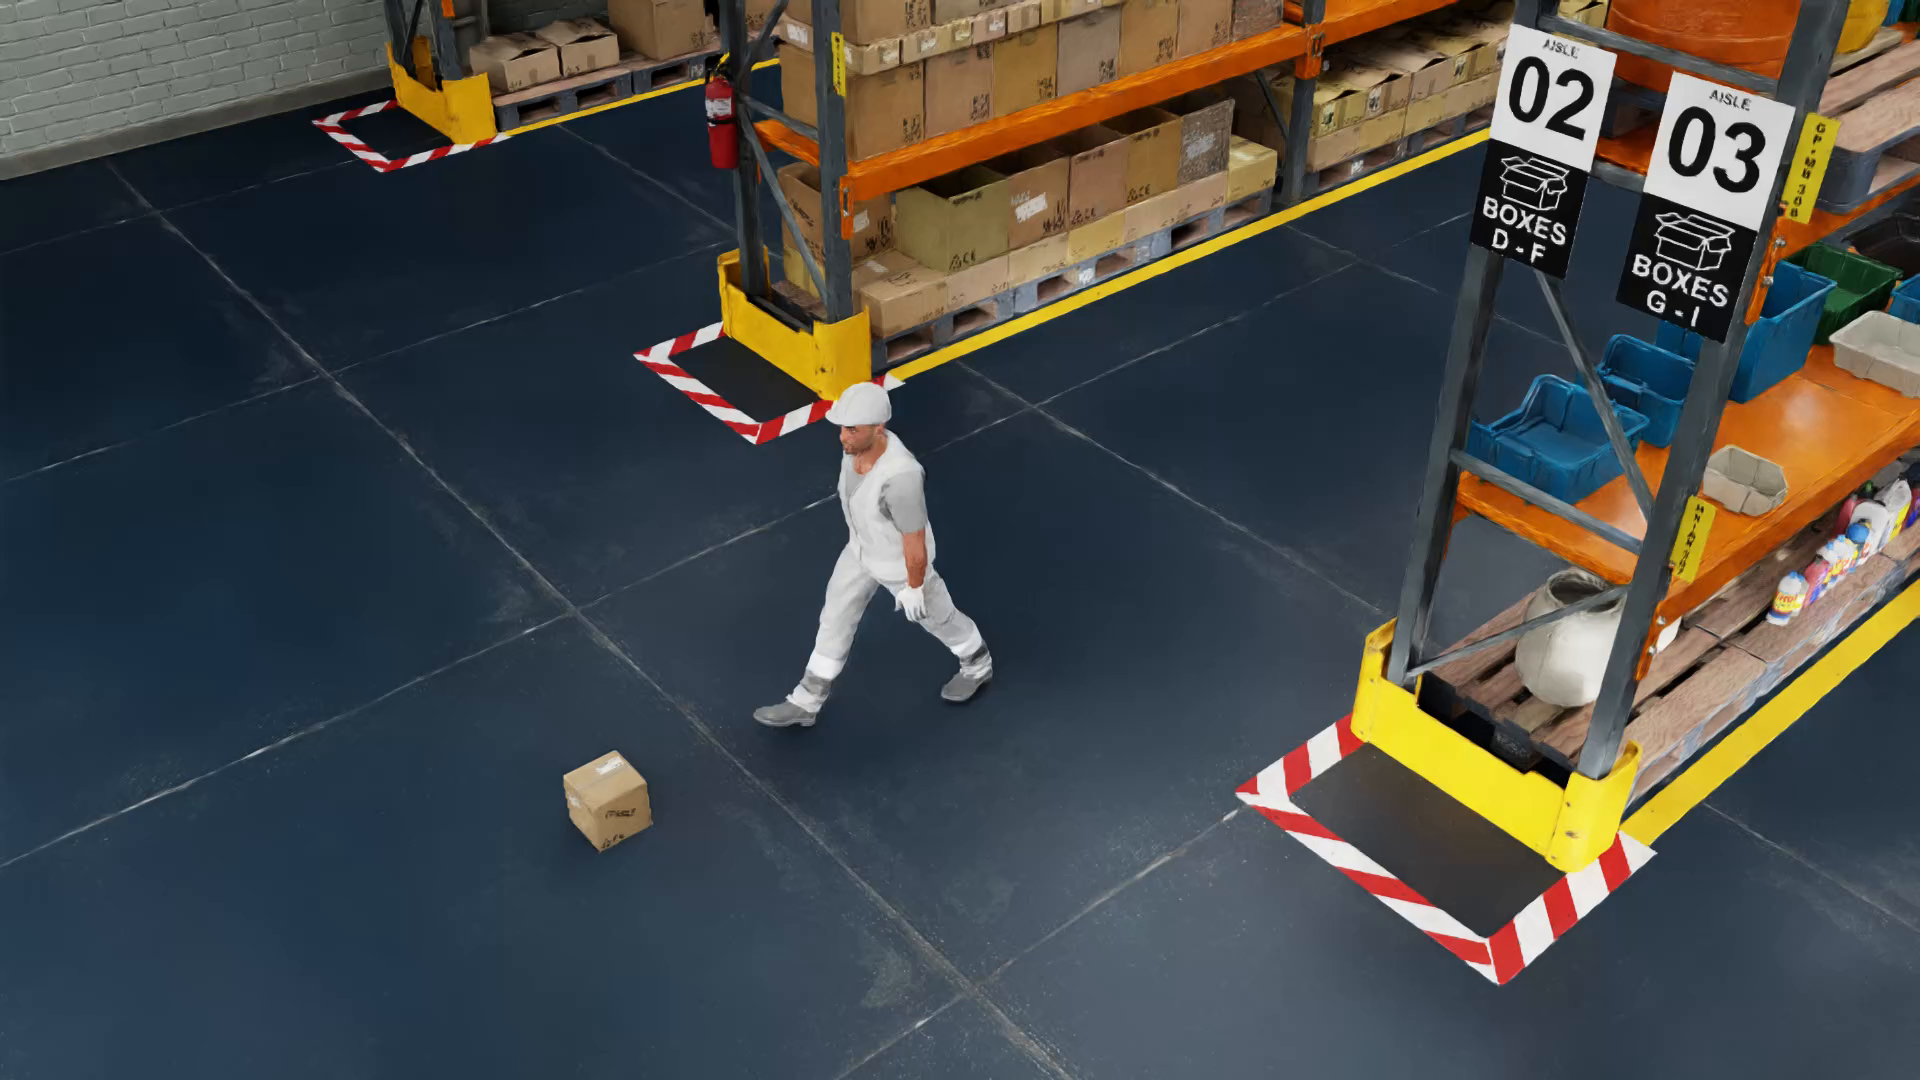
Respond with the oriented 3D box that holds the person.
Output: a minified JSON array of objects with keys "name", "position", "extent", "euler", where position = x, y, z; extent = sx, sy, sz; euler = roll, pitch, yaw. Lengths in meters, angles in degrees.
[{"name":"person","position":[-0.354,0.077,6.982],"extent":[1.102,1.708,0.581],"euler":[-22,41,-28]}]
